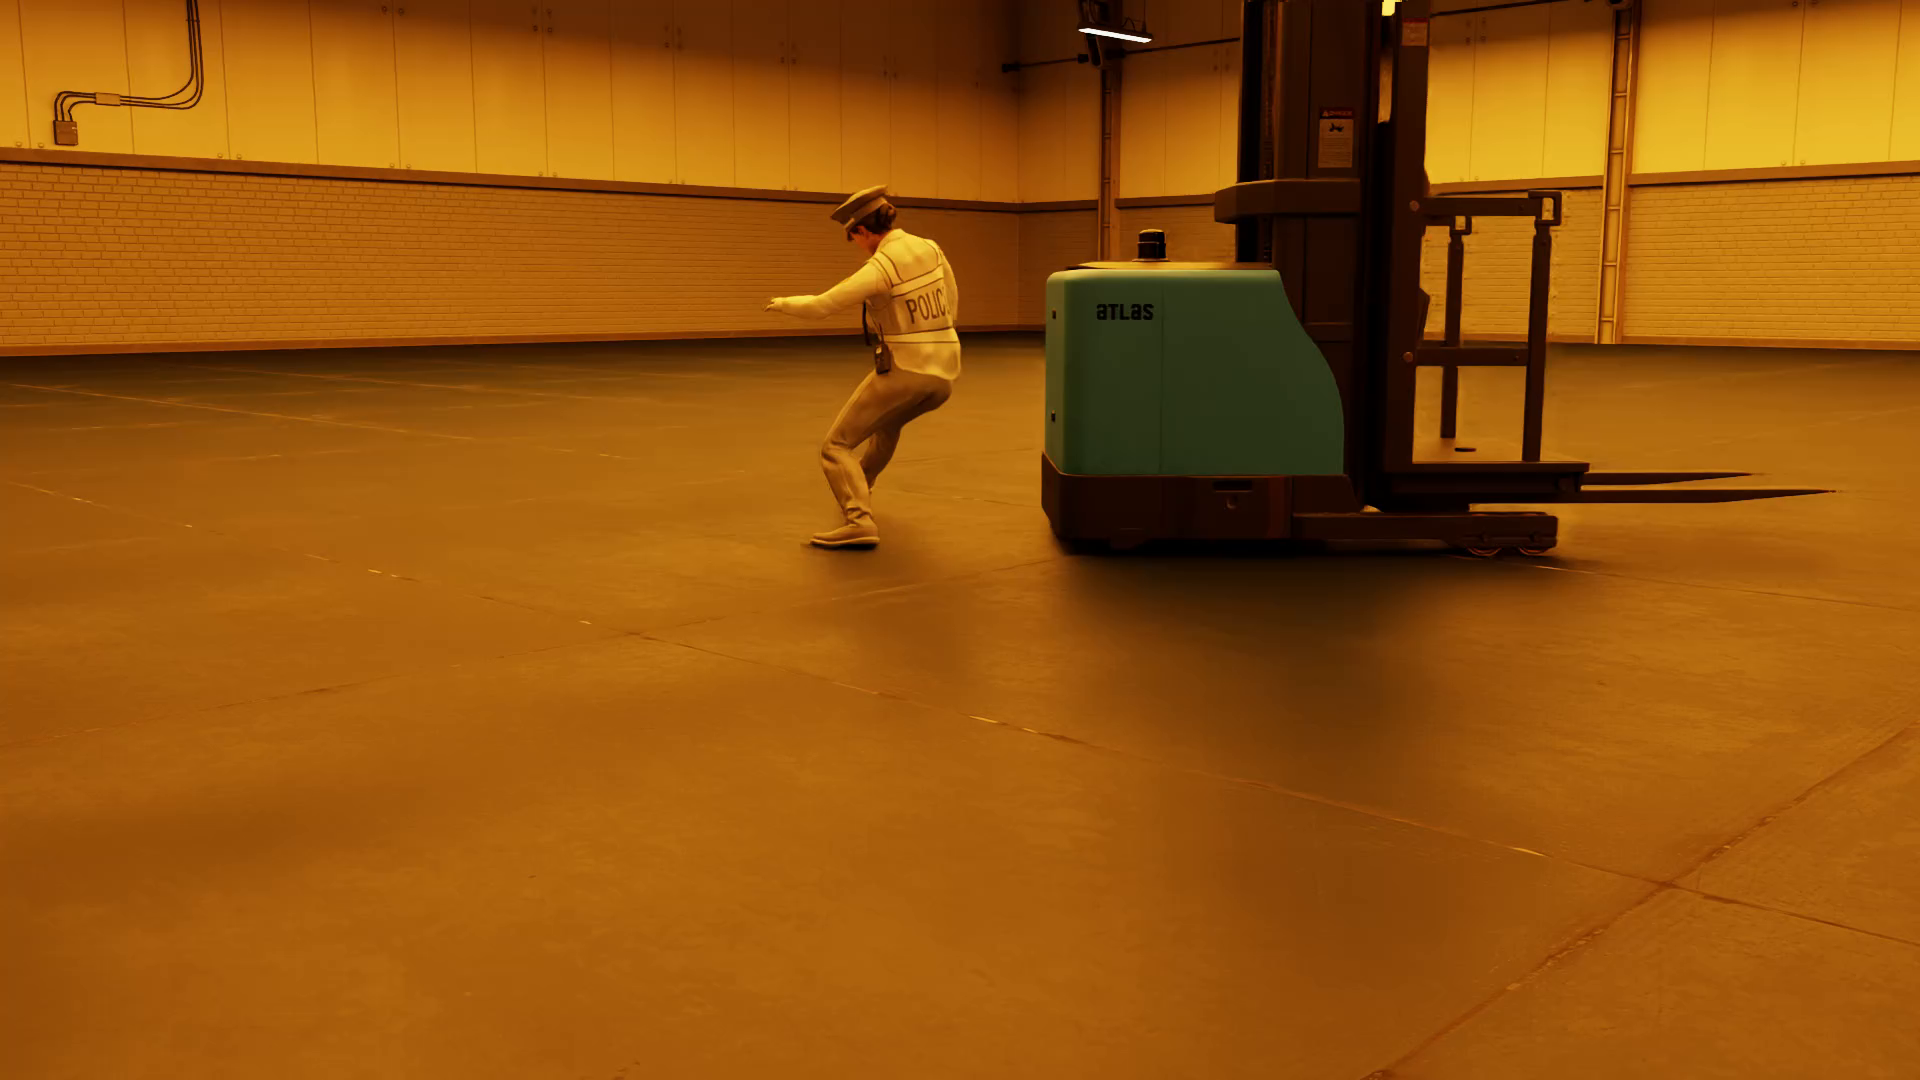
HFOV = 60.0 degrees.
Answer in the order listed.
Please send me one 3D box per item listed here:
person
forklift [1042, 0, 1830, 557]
[{"bbox_3d":[-0.474,-0.743,6.971,1.030,1.438,0.918,8,12,43],"label":"person"},{"bbox_3d":[1.879,-1.465,6.600,3.031,2.935,1.130,0,9,-2],"label":"forklift"}]
